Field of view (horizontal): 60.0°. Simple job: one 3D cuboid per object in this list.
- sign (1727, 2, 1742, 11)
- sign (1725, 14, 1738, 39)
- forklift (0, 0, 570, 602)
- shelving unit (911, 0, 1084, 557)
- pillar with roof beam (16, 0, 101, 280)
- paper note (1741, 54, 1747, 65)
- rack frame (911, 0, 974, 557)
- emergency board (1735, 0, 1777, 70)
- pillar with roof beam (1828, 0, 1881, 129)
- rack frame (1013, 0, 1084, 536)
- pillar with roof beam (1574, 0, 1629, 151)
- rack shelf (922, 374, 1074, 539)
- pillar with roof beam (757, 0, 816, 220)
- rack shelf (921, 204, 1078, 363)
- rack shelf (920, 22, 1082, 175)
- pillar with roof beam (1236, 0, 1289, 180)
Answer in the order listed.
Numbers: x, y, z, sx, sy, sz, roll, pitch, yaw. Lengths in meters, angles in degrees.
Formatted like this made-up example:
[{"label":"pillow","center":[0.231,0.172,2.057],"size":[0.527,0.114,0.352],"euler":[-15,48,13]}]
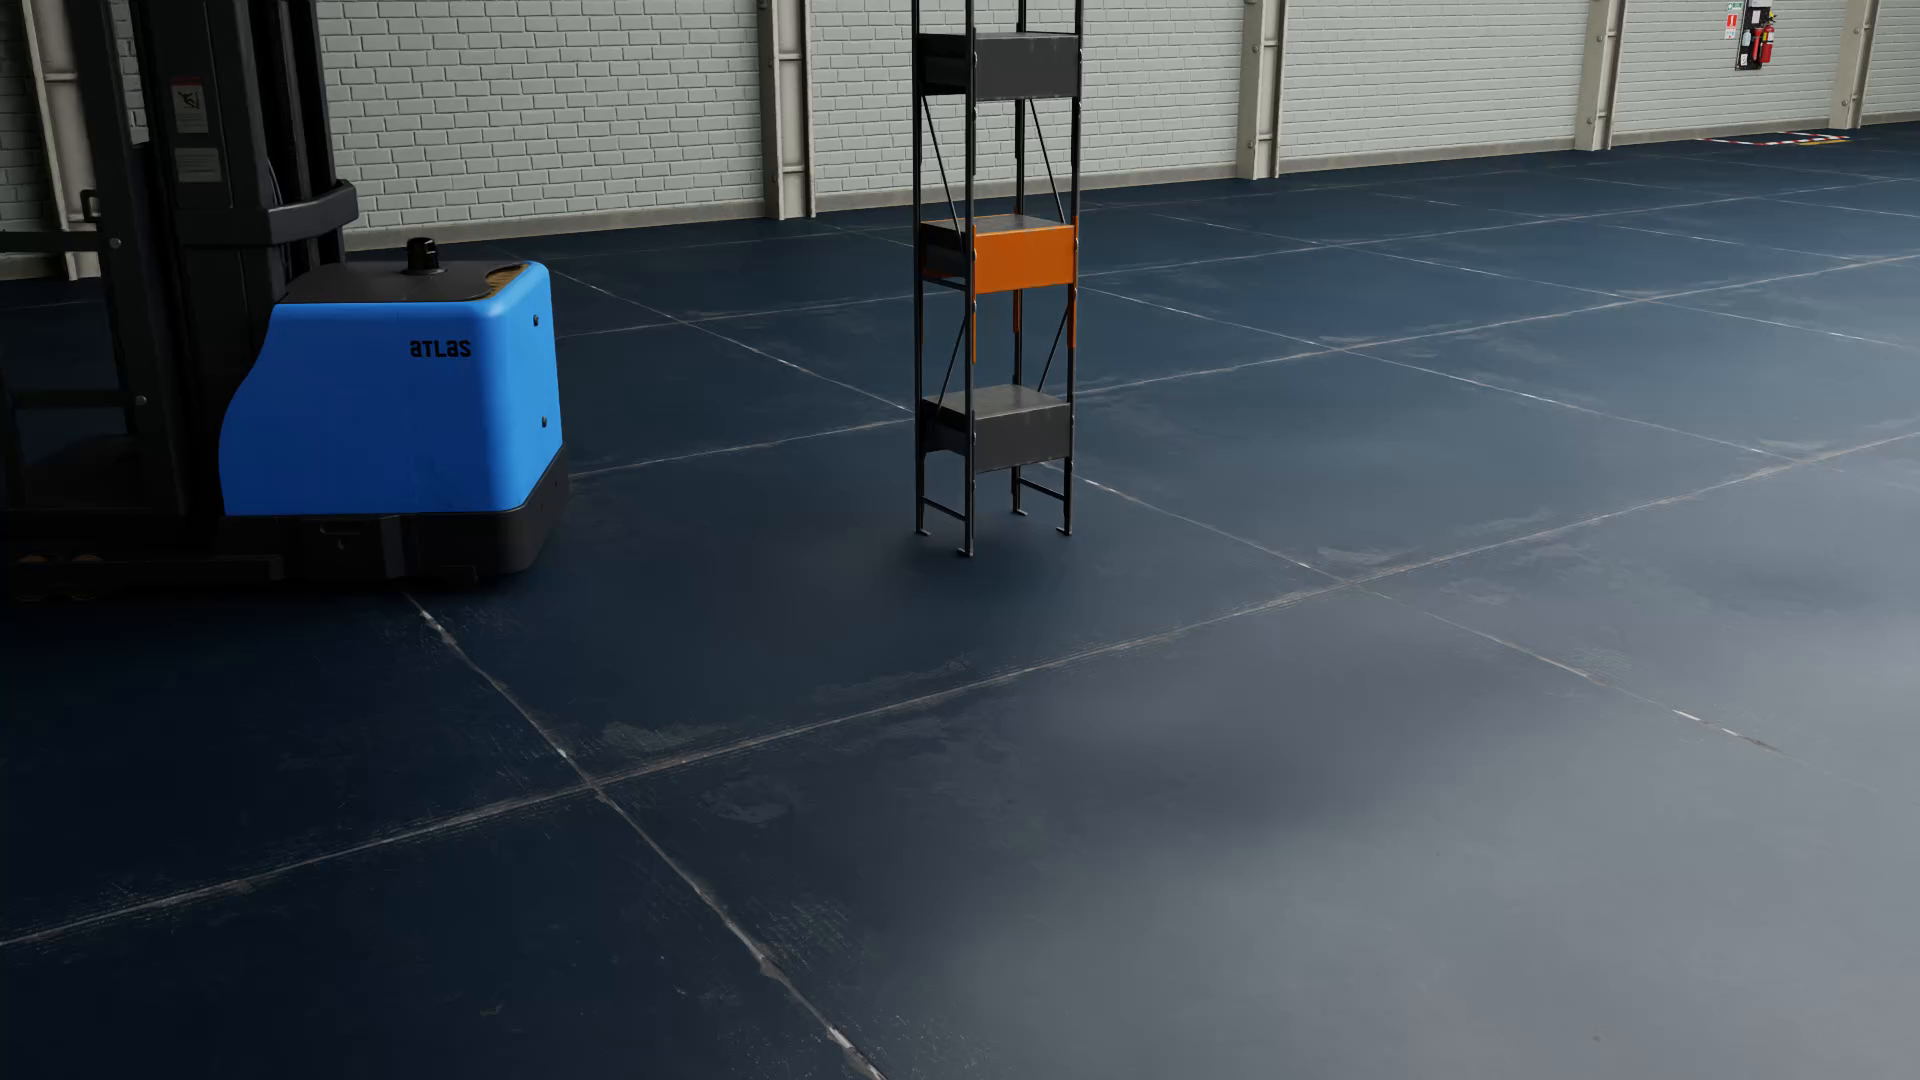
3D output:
[{"label":"sign","center":[10.818,-7.451,23.217],"size":[0.331,0.109,0.001],"euler":[-12,22,-31]},{"label":"sign","center":[10.809,-7.201,23.306],"size":[0.234,0.329,0.001],"euler":[-12,22,-31]},{"label":"forklift","center":[-3.143,-1.337,6.122],"size":[3.031,2.935,1.130],"euler":[-1,19,-3]},{"label":"shelving unit","center":[0.138,-1.024,6.495],"size":[0.503,2.100,0.431],"euler":[-12,22,-31]},{"label":"pillar with roof beam","center":[-4.264,-5.142,7.905],"size":[0.400,9.000,9.100],"euler":[-12,22,-31]},{"label":"paper note","center":[11.142,-6.824,23.622],"size":[0.142,0.148,0.016],"euler":[-12,22,-31]},{"label":"rack frame","center":[-0.066,-0.981,6.368],"size":[0.015,2.100,0.400],"euler":[-12,22,-31]},{"label":"emergency board","center":[11.328,-7.254,23.518],"size":[0.643,1.169,0.194],"euler":[-12,22,-31]},{"label":"pillar with roof beam","center":[15.780,-9.370,20.409],"size":[0.400,9.000,9.100],"euler":[-12,22,-31]},{"label":"rack frame","center":[0.342,-1.067,6.622],"size":[0.015,2.100,0.400],"euler":[-12,22,-31]},{"label":"pillar with roof beam","center":[10.769,-8.313,17.283],"size":[0.400,9.000,9.100],"euler":[-12,22,-31]},{"label":"rack shelf","center":[0.138,-0.348,6.723],"size":[0.480,0.518,0.431],"euler":[-12,22,-31]},{"label":"pillar with roof beam","center":[0.747,-6.199,11.031],"size":[0.400,9.000,9.100],"euler":[-12,22,-31]},{"label":"rack shelf","center":[0.138,-1.011,6.499],"size":[0.480,0.518,0.431],"euler":[-12,22,-31]},{"label":"rack shelf","center":[0.138,-1.674,6.275],"size":[0.480,0.518,0.431],"euler":[-12,22,-31]},{"label":"pillar with roof beam","center":[5.758,-7.256,14.157],"size":[0.400,9.000,9.100],"euler":[-12,22,-31]}]
